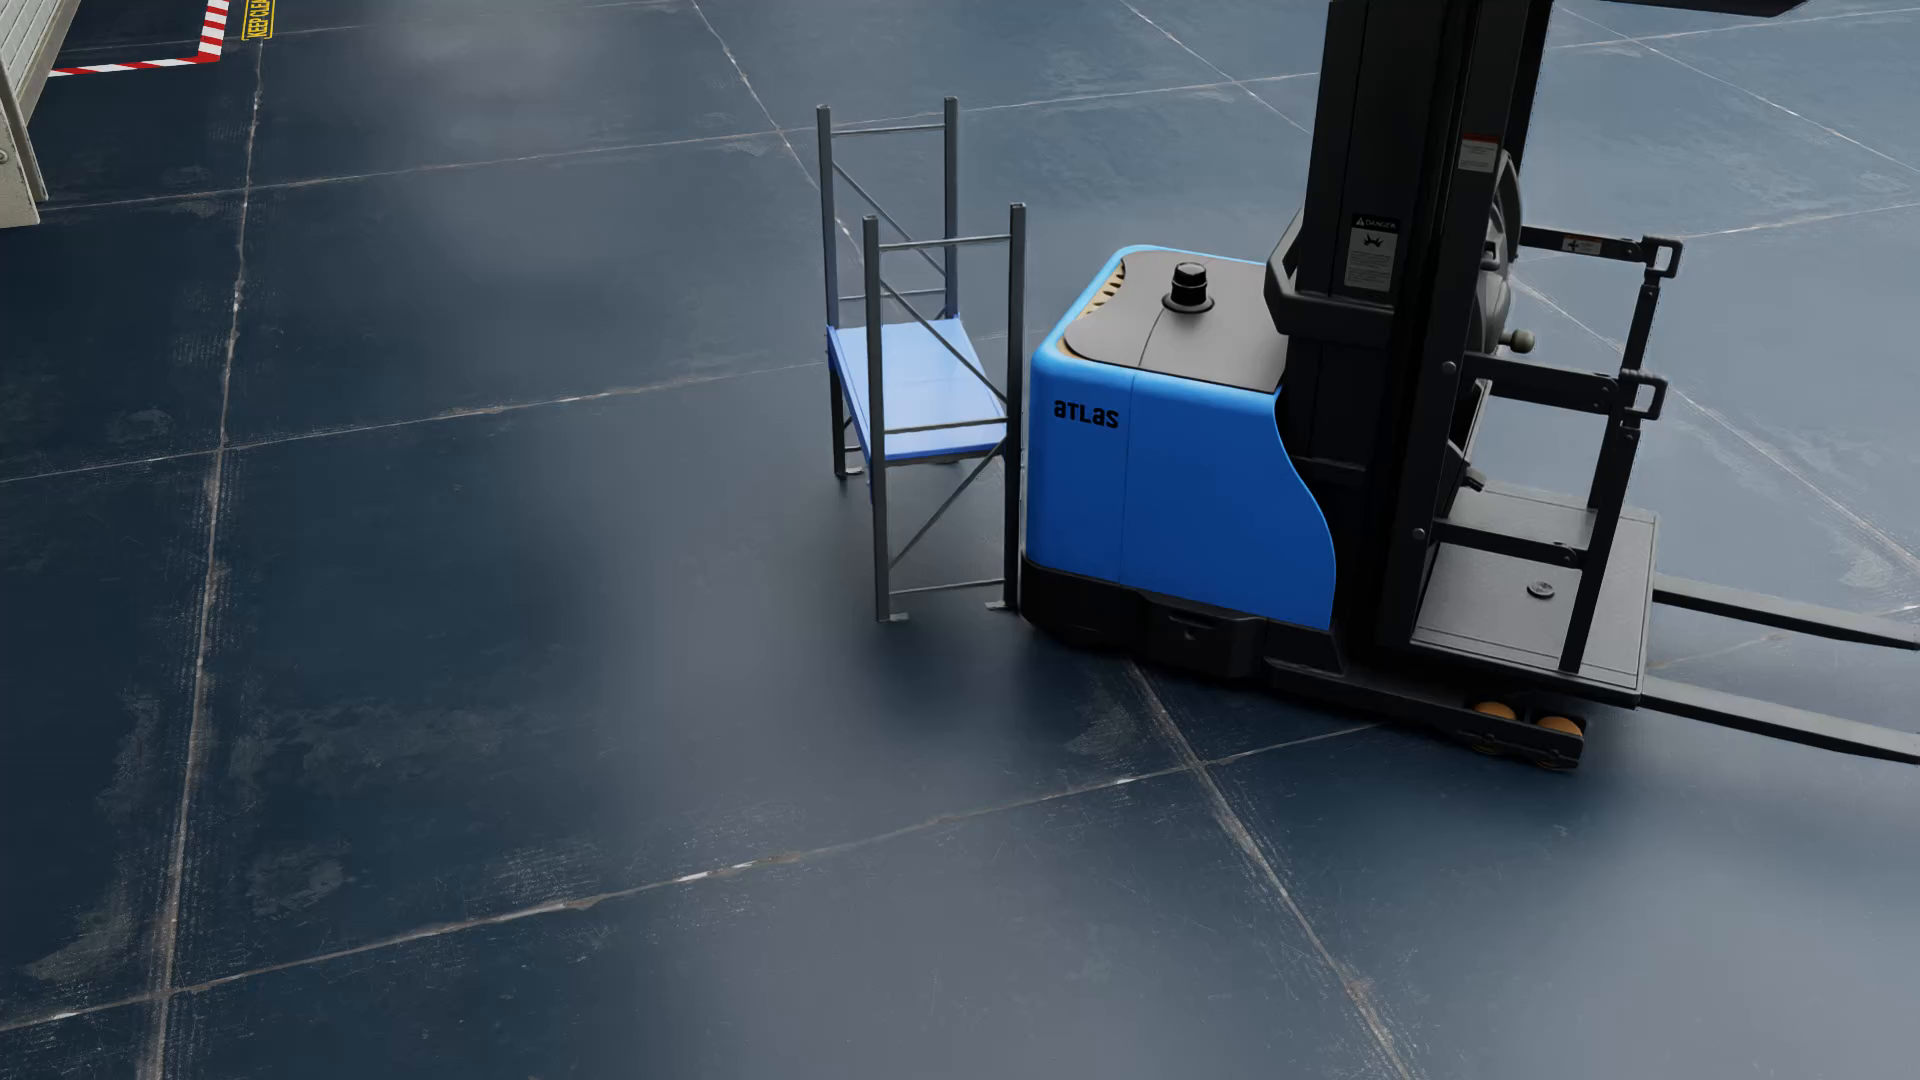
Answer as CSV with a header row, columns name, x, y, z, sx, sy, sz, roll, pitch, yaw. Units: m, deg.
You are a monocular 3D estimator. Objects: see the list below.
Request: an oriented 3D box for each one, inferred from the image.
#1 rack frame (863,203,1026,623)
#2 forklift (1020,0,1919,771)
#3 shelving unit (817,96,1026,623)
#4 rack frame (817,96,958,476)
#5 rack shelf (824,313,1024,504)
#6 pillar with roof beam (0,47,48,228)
name,x,y,z,sx,sy,sz,roll,pitch,yaw
rack frame,-0.046,-0.371,5.452,0.500,1.500,0.032,-7,34,-10
forklift,1.775,-0.841,4.864,3.031,2.935,1.130,13,36,18
shelving unit,-0.151,-0.646,5.866,0.538,1.500,1.048,-7,34,-10
rack frame,-0.256,-0.920,6.281,0.500,1.500,0.032,-7,34,-10
rack shelf,-0.151,-0.495,5.966,0.538,0.185,1.000,-7,34,-10
pillar with roof beam,-0.969,-6.224,7.507,9.100,9.000,0.400,-10,35,-15
